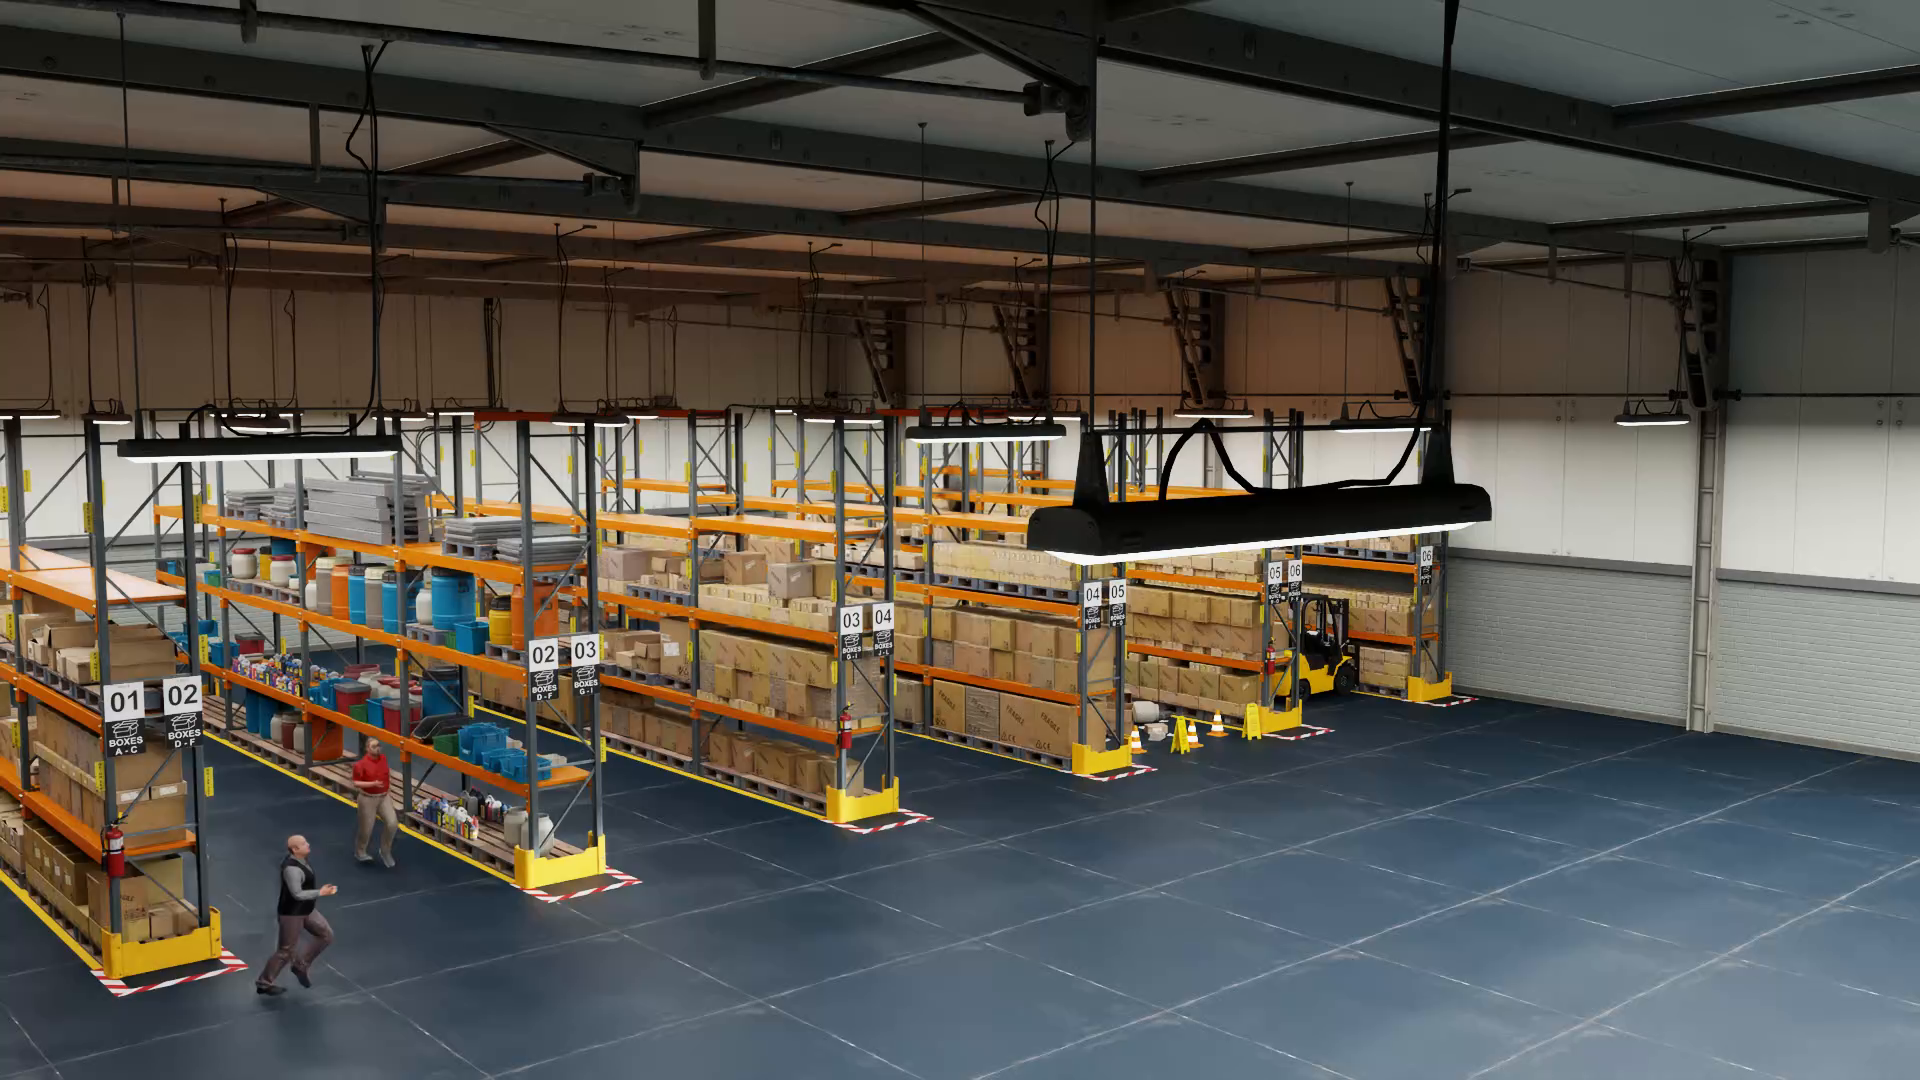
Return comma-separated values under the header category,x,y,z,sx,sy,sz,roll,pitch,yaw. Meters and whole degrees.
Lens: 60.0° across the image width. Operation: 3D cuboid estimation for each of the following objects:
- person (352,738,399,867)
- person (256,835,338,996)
category,x,y,z,sx,sy,sz,roll,pitch,yaw
person,-7.839,3.530,22.290,0.801,1.776,0.611,4,7,40
person,-6.983,3.928,17.544,0.843,1.688,0.670,-1,5,-9
